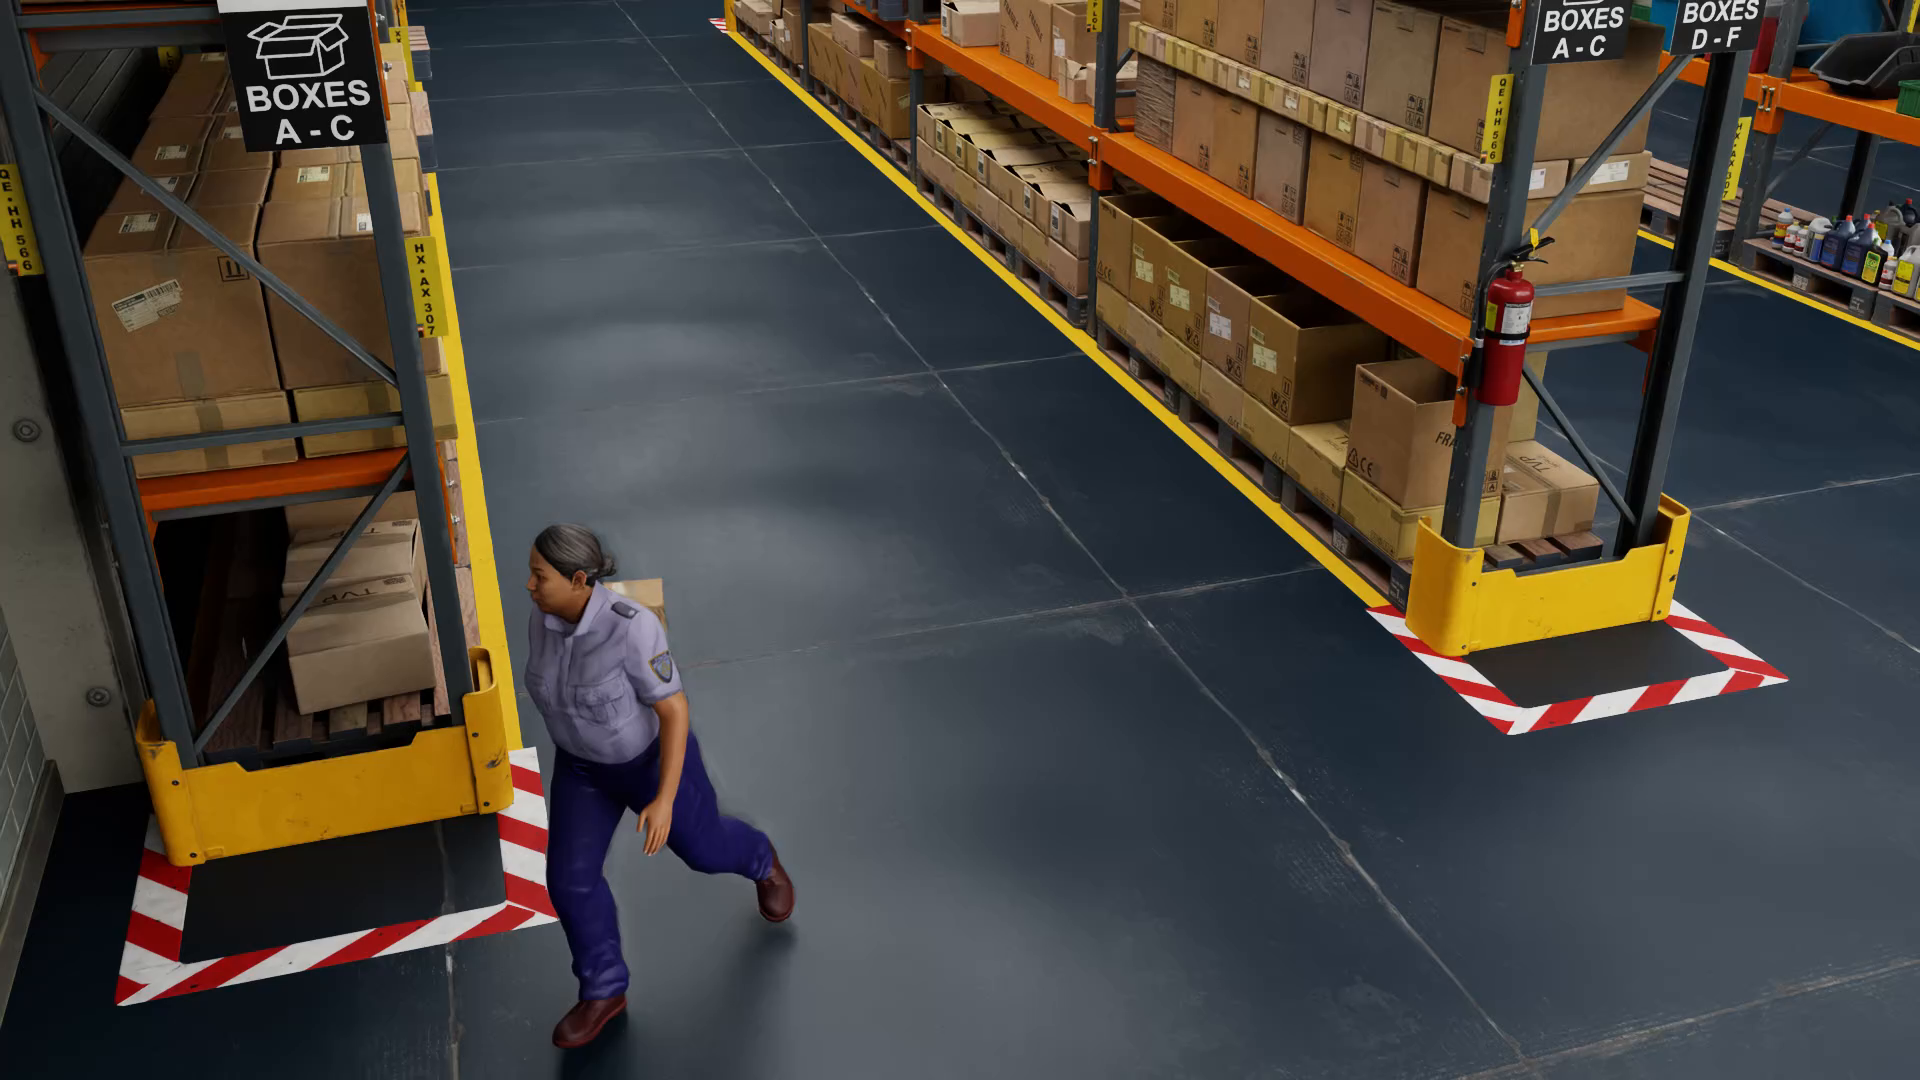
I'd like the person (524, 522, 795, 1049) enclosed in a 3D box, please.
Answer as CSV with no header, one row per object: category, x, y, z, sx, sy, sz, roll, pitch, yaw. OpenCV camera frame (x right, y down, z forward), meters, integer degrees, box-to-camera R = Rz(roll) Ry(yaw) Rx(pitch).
person,-0.932,0.627,4.894,0.567,1.601,0.961,12,29,22
